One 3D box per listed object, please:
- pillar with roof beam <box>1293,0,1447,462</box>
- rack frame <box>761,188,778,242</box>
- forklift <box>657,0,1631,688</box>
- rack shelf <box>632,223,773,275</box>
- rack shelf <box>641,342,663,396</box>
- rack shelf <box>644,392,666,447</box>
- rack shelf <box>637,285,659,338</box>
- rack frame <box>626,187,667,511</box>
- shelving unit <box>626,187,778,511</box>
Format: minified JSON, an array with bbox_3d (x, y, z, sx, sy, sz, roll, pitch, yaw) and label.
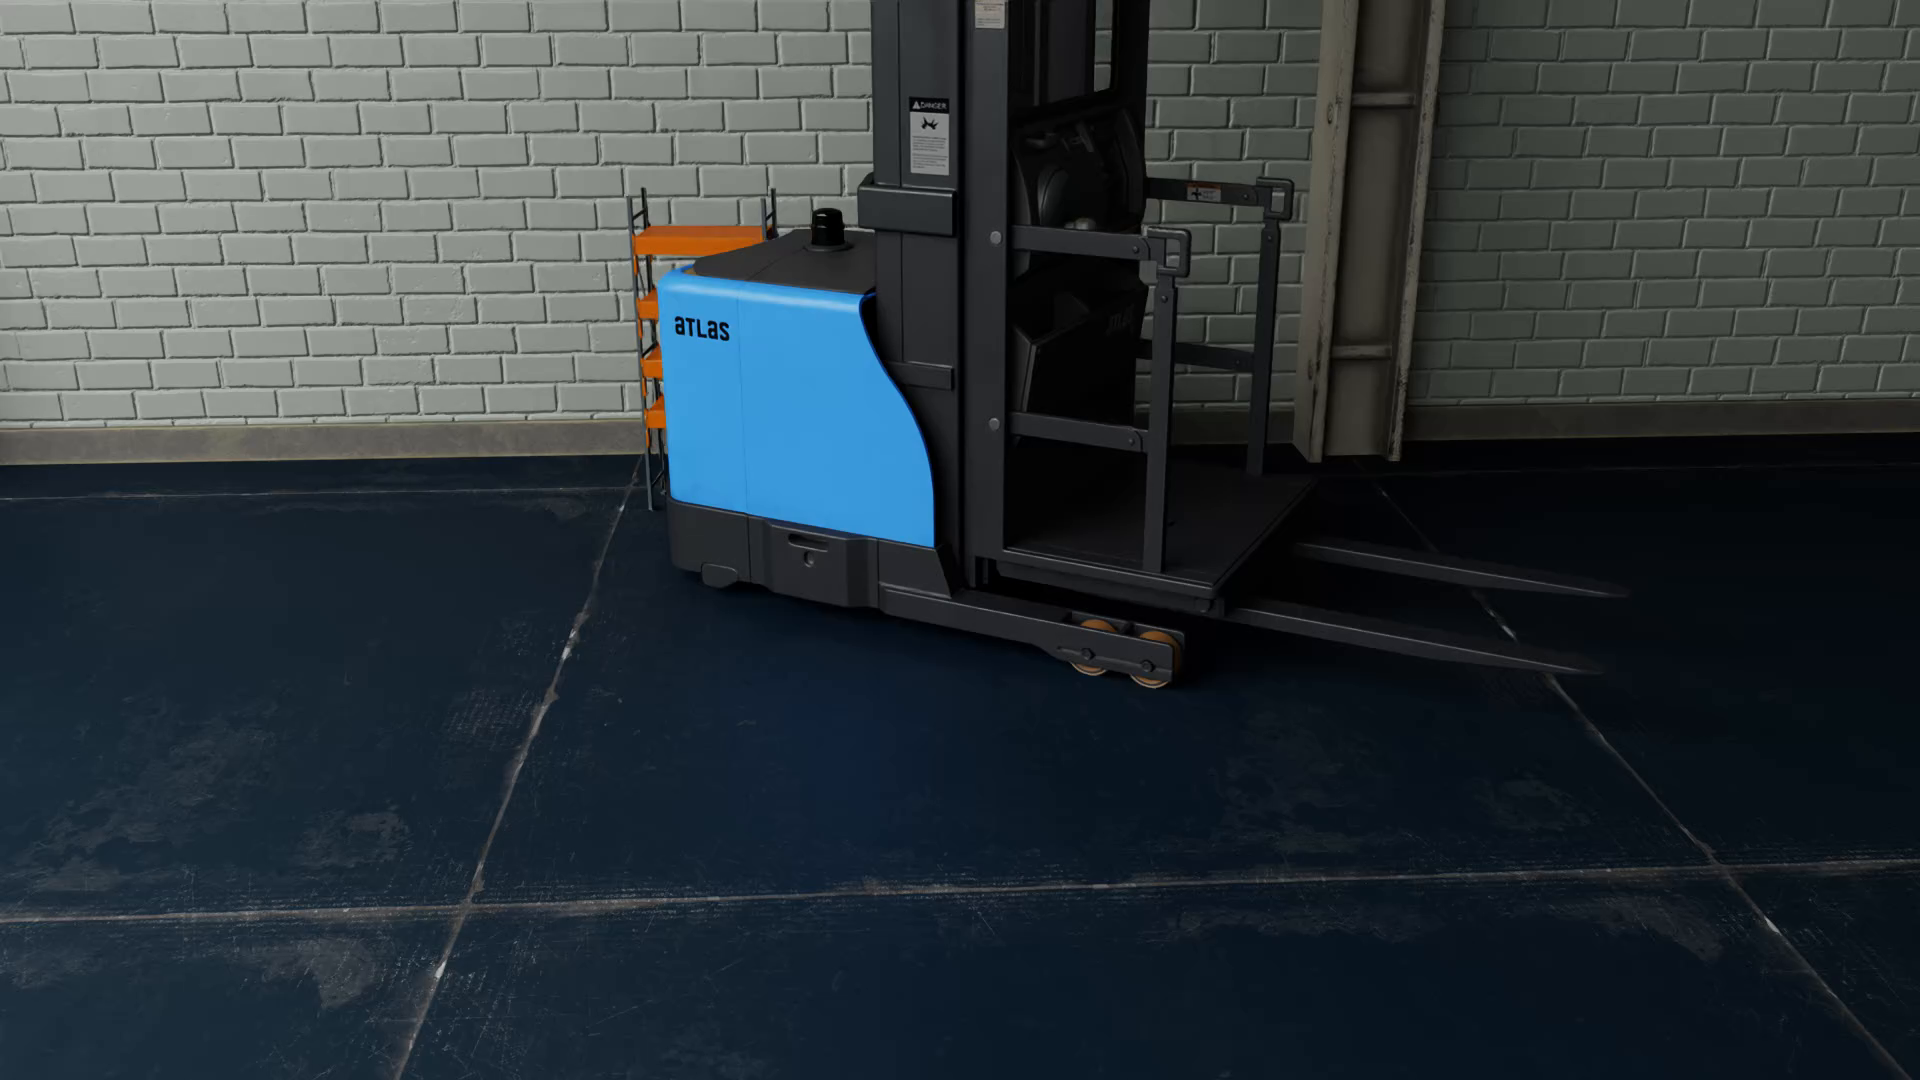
[{"bbox_3d":[1.898,-3.061,1.512,0.400,9.000,9.100,-1,21,-3],"label":"pillar with roof beam"},{"bbox_3d":[-0.699,-0.705,6.285,0.015,1.200,0.240,1,21,3],"label":"rack frame"},{"bbox_3d":[0.553,-1.144,5.005,3.031,2.935,1.130,10,23,25],"label":"forklift"},{"bbox_3d":[-0.943,-1.078,6.160,0.480,0.148,0.258,1,21,3],"label":"rack shelf"},{"bbox_3d":[-0.943,-0.648,6.323,0.480,0.148,0.258,1,21,3],"label":"rack shelf"},{"bbox_3d":[-0.943,-0.462,6.394,0.480,0.148,0.258,1,21,3],"label":"rack shelf"},{"bbox_3d":[-0.943,-0.857,6.244,0.480,0.148,0.258,1,21,3],"label":"rack shelf"},{"bbox_3d":[-1.186,-0.716,6.314,0.015,1.200,0.240,1,21,3],"label":"rack frame"},{"bbox_3d":[-0.943,-0.711,6.299,0.503,1.200,0.258,1,21,3],"label":"shelving unit"}]
